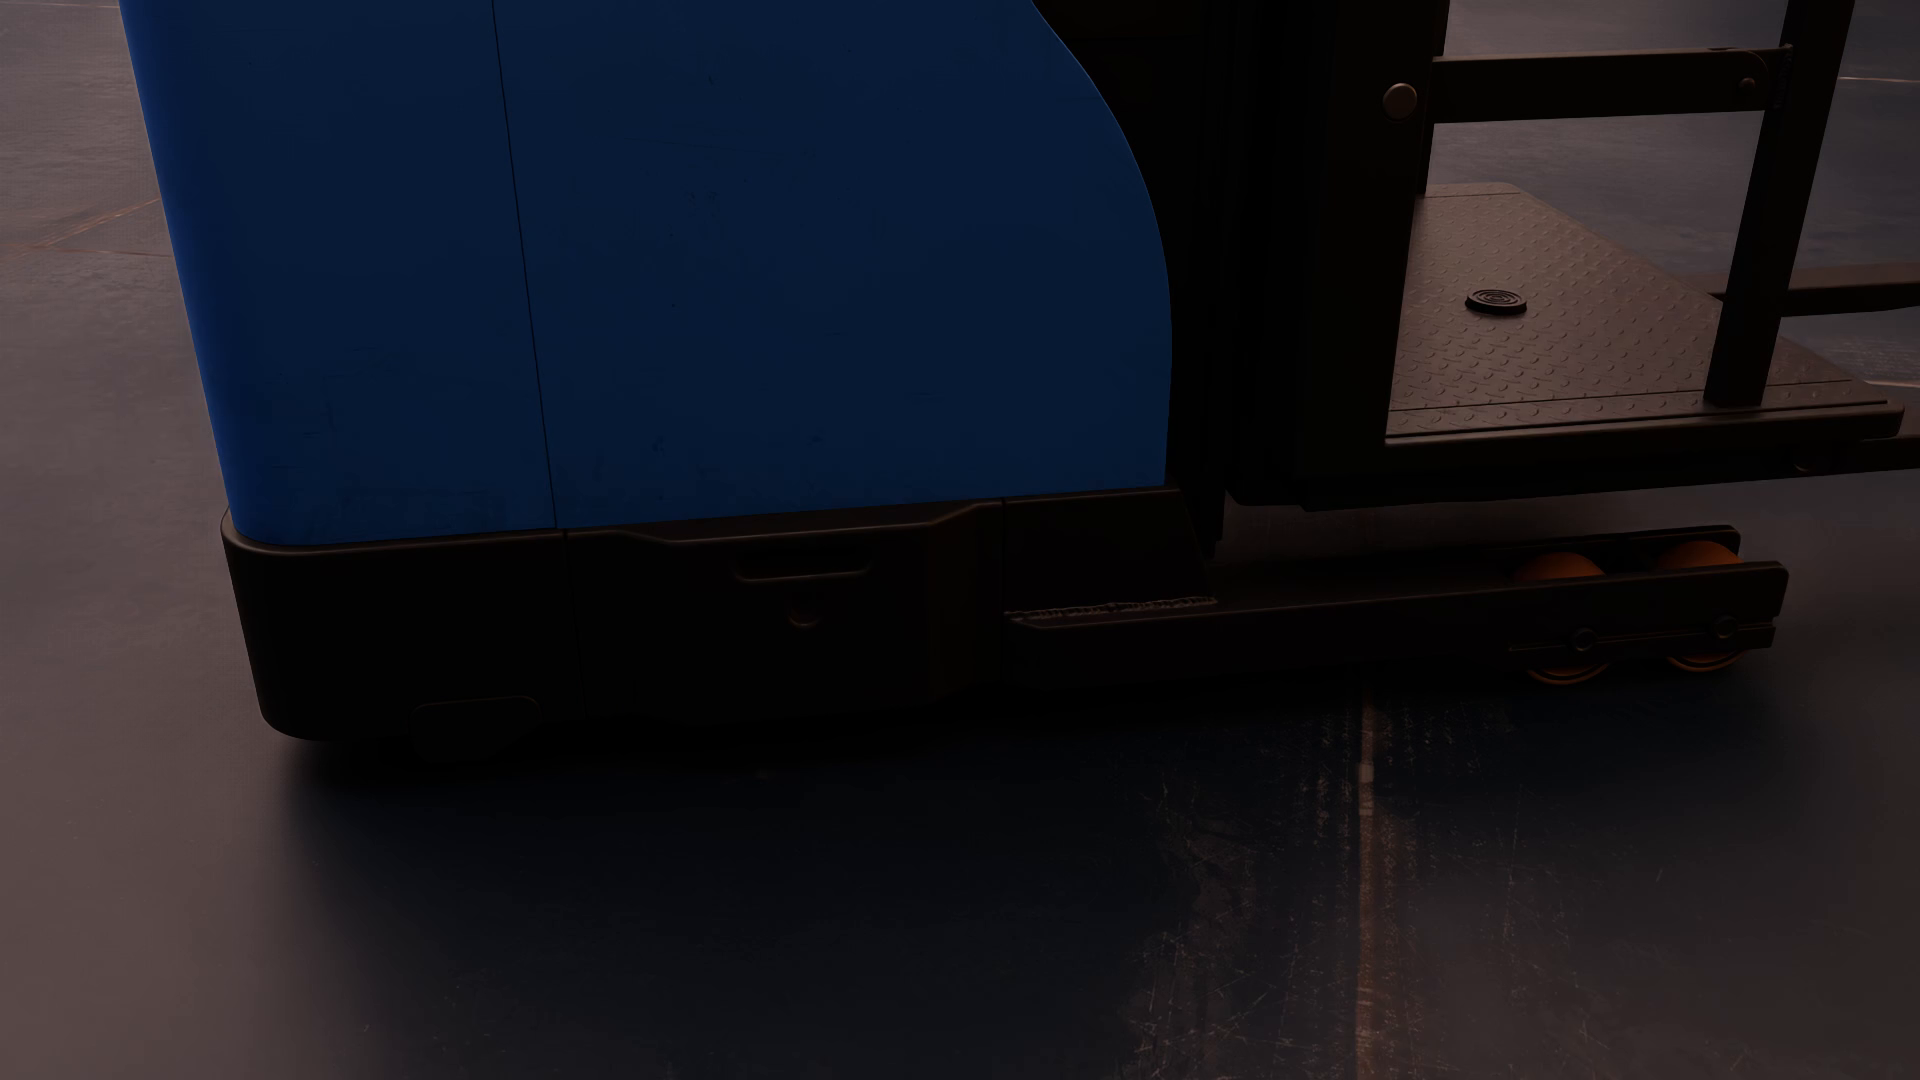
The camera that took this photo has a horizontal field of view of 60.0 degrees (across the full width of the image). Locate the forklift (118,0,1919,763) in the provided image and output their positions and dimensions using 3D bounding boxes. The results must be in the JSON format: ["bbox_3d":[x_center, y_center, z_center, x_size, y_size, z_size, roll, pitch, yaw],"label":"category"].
[{"bbox_3d":[0.600,-1.354,1.930,3.031,2.935,1.130,-4,27,-9],"label":"forklift"}]
